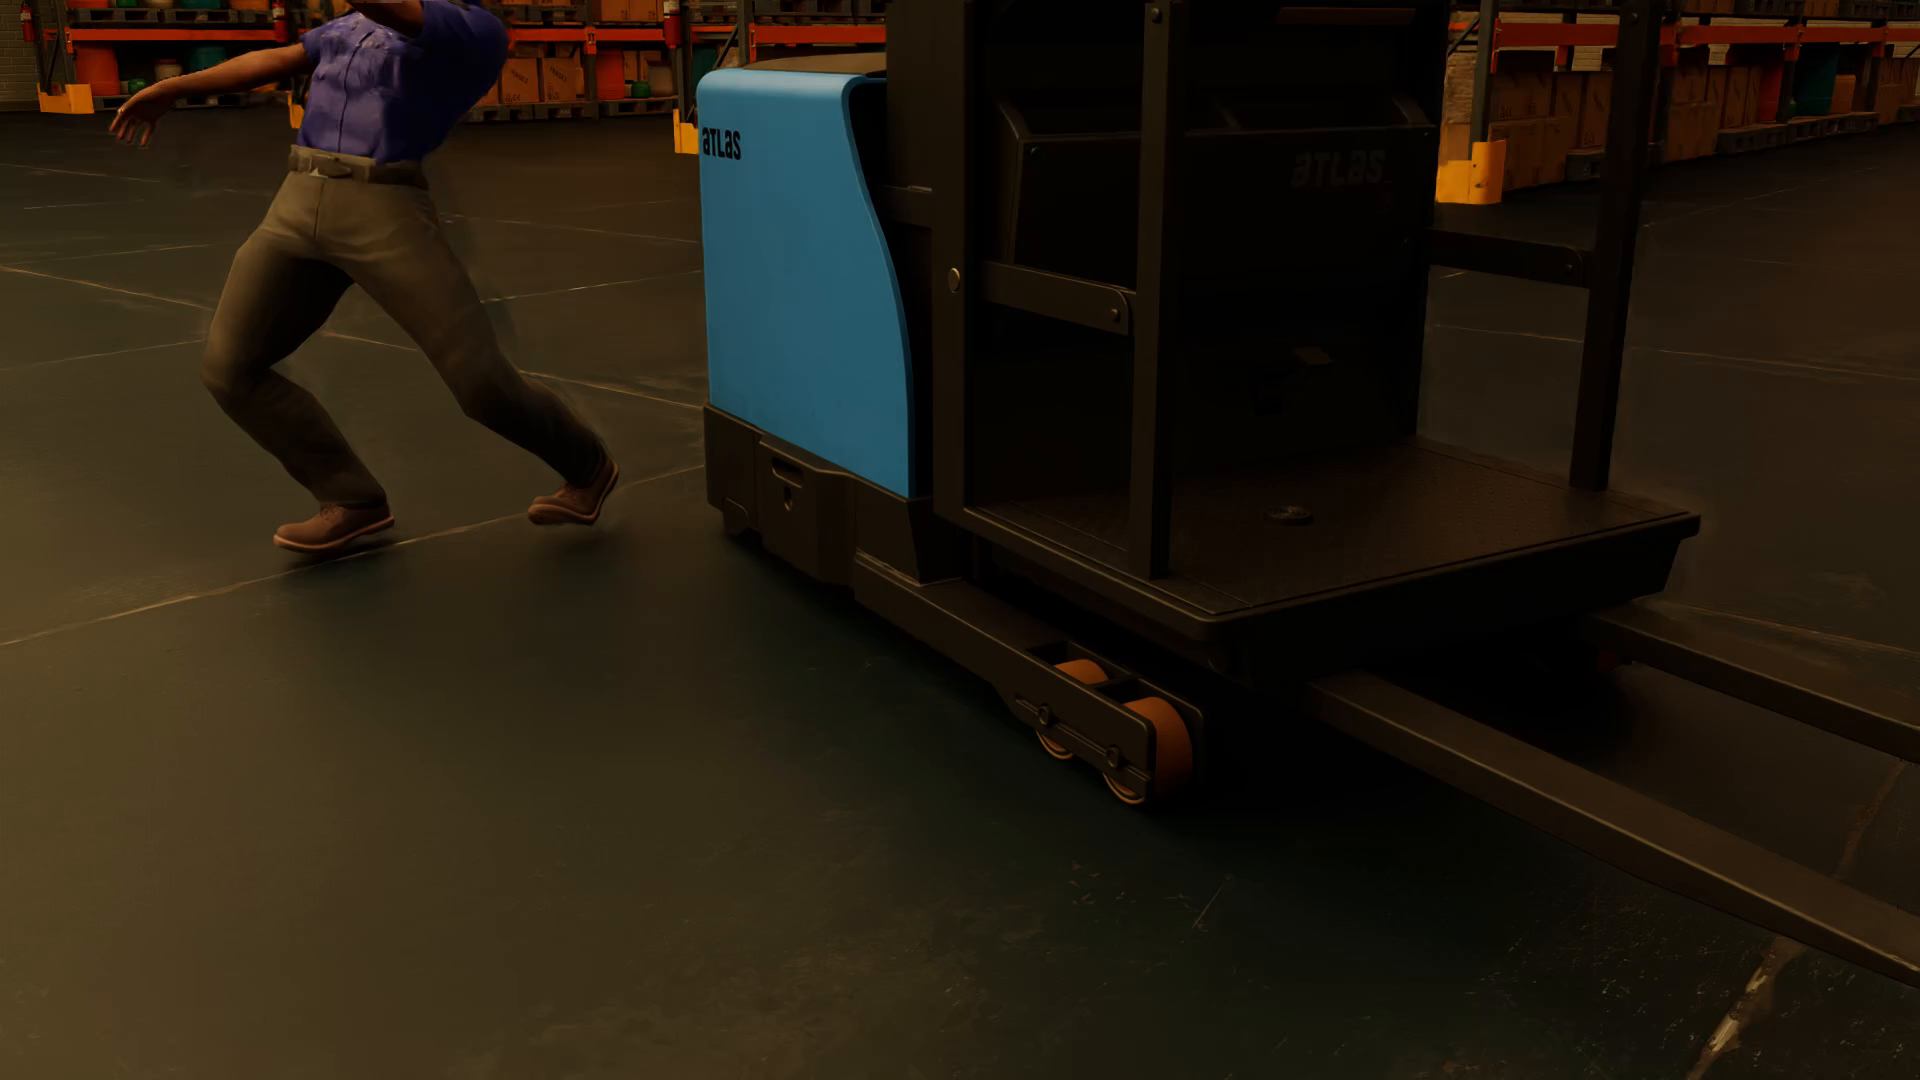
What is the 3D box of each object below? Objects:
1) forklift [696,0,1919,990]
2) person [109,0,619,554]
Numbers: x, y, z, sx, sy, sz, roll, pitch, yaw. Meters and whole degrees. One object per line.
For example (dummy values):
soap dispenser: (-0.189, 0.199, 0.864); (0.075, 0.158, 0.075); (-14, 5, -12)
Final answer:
forklift: (0.574, -1.144, 2.663); (1.130, 2.935, 3.031); (-10, 19, -29)
person: (-1.368, -0.672, 3.631); (0.965, 1.424, 0.753); (6, 18, 19)
